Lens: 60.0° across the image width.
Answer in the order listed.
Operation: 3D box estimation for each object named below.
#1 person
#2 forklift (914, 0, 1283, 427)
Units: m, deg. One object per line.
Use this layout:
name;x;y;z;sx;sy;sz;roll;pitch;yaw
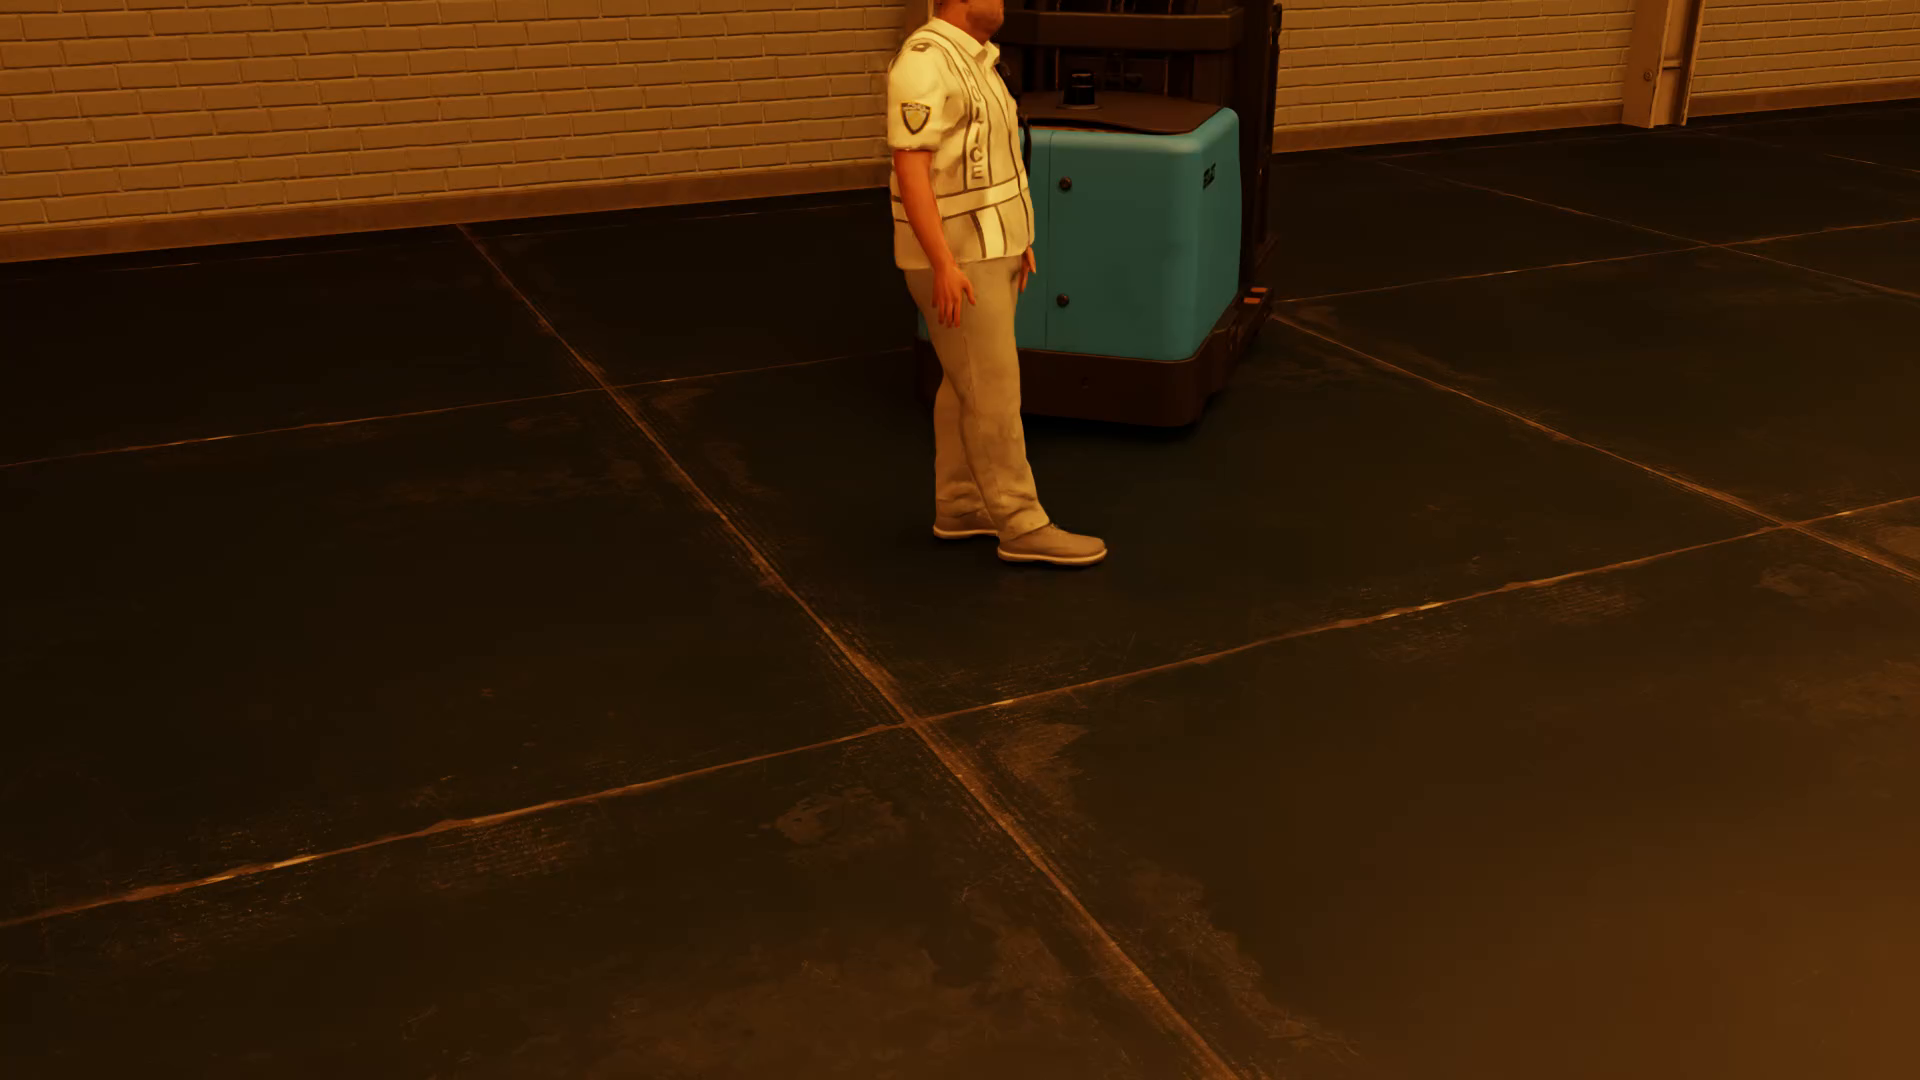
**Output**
person;0.141;-0.809;4.732;0.644;1.773;0.648;7;23;15
forklift;0.772;-2.288;6.794;1.130;2.935;3.031;7;24;17
